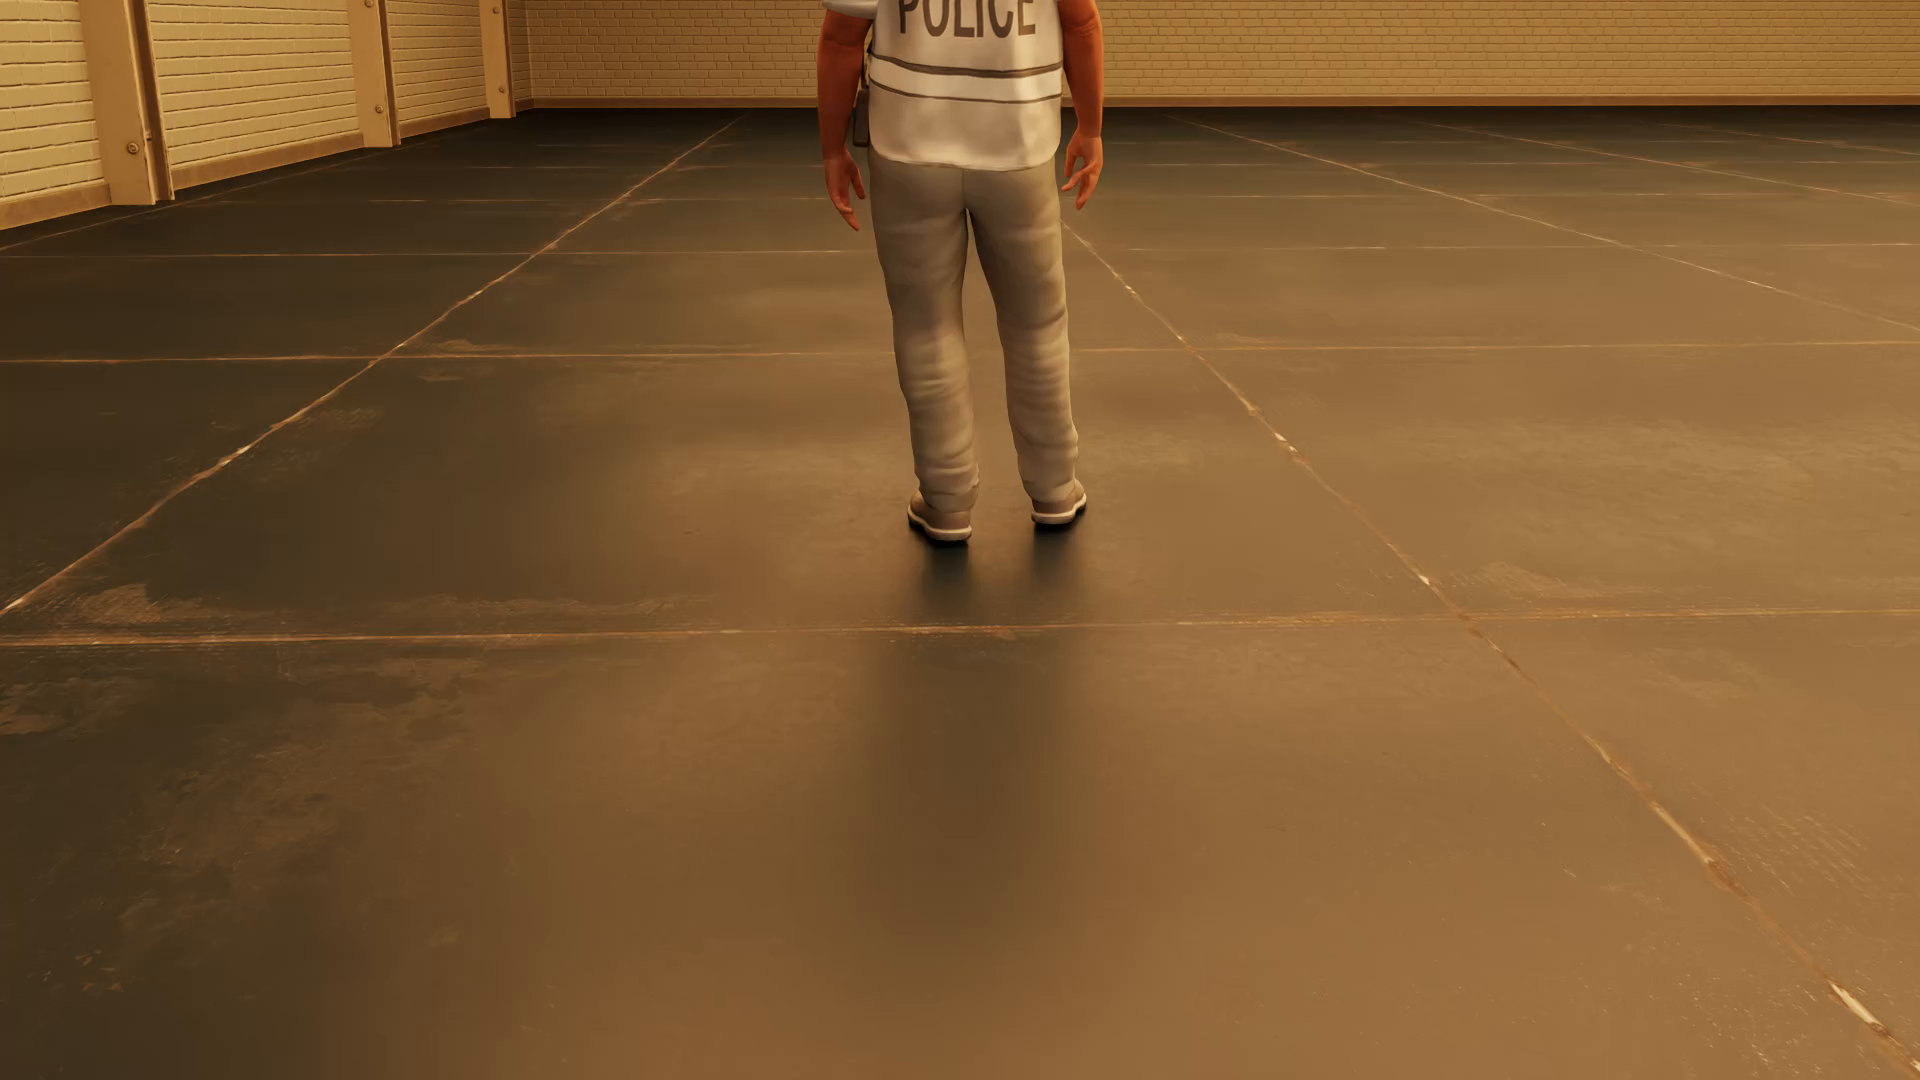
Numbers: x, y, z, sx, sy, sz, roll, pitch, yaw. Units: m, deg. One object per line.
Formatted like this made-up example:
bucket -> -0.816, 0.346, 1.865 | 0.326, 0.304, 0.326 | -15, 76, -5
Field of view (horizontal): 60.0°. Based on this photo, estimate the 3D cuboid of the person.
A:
person -> 0.007, -0.883, 3.730 | 0.641, 1.780, 0.574 | -1, 17, -3
